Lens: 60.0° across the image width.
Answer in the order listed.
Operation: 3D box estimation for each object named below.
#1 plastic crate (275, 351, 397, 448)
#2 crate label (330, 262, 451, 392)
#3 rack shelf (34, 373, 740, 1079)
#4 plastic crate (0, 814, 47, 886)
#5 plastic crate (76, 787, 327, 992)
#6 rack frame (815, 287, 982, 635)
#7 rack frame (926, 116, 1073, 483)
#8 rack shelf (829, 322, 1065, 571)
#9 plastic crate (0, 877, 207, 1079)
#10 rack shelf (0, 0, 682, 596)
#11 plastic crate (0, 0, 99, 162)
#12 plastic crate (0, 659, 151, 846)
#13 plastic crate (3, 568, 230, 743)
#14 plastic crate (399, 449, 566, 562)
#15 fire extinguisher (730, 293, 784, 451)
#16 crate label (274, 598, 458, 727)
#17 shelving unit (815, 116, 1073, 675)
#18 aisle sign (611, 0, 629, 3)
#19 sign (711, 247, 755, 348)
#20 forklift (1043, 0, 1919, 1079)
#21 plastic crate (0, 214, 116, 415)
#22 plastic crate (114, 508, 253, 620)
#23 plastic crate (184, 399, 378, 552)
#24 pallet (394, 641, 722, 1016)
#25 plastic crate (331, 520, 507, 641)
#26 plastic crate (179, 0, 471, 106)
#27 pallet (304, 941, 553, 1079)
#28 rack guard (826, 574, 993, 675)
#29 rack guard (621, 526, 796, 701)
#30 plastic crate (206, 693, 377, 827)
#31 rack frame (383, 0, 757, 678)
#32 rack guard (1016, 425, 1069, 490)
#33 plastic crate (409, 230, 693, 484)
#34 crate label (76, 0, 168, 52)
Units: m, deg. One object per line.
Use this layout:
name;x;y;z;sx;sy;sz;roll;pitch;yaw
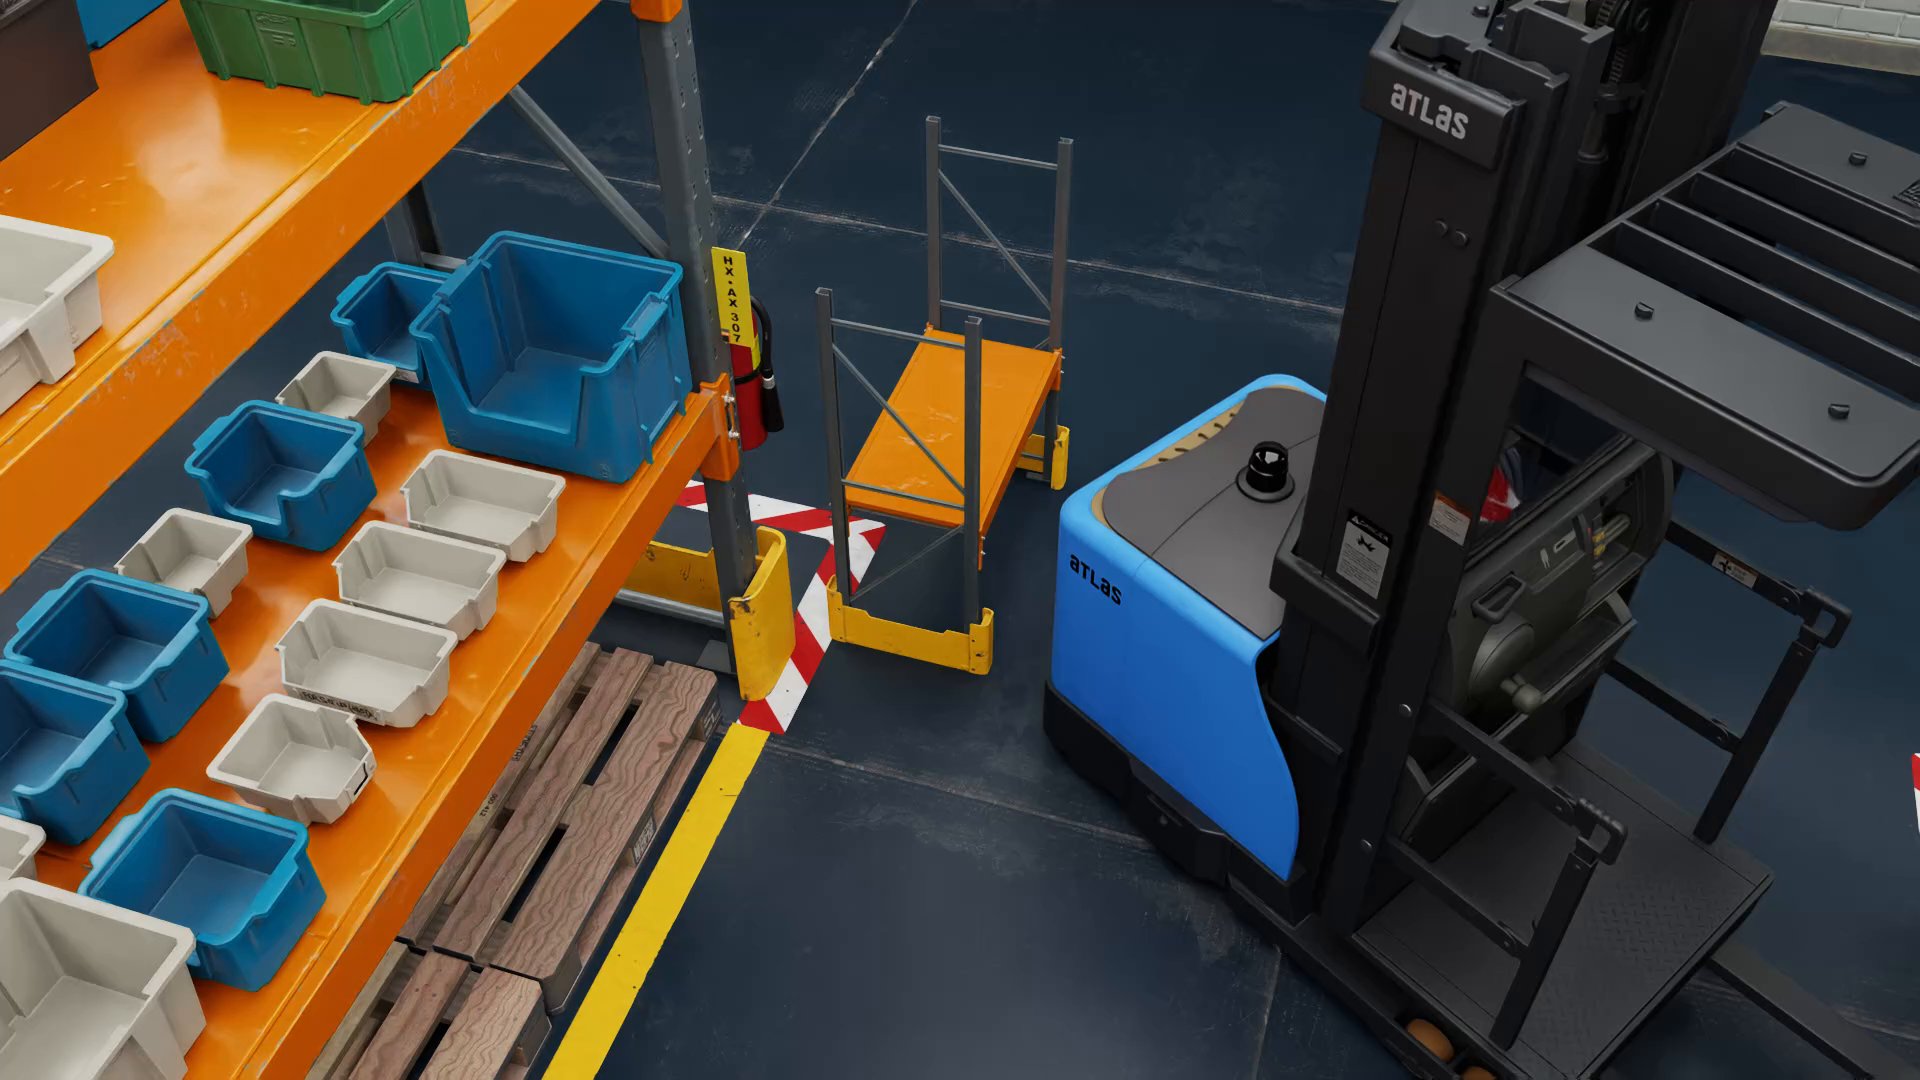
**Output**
plastic crate;-1.732;-0.364;4.623;0.250;0.136;0.298;13;46;13
crate label;-1.556;-0.595;4.790;0.416;0.233;0.303;13;46;13
rack shelf;-1.773;0.862;3.739;1.077;0.370;4.000;13;46;13
plastic crate;-2.138;0.787;3.447;0.293;0.136;0.466;13;46;13
plastic crate;-1.545;0.734;3.432;0.416;0.233;0.300;13;46;13
rack frame;-0.180;-0.140;5.321;0.500;1.500;0.032;13;46;12
rack frame;0.128;-0.818;6.014;0.500;1.500;0.032;13;46;12
rack shelf;-0.026;-0.351;5.793;0.538;0.185;1.000;13;46;12
plastic crate;-1.741;0.980;3.145;0.437;0.282;0.530;13;46;13
rack shelf;-1.773;-0.210;2.689;1.077;0.370;4.000;13;46;13
plastic crate;-1.892;-0.818;2.841;0.504;0.338;0.767;13;46;13
plastic crate;-2.045;0.483;3.689;0.416;0.233;0.300;13;46;13
plastic crate;-1.954;0.283;3.893;0.416;0.233;0.300;13;46;13
plastic crate;-1.242;-0.073;4.326;0.396;0.136;0.243;13;46;13
fire extinguisher;-0.688;-0.571;5.011;0.296;0.674;0.183;13;46;13
crate label;-1.404;0.308;3.937;0.396;0.136;0.243;13;46;13
shelving unit;-0.023;-0.485;5.673;0.587;1.500;1.083;13;46;12
aisle sign;-0.866;-1.643;3.926;0.394;0.787;0.004;13;46;13
sign;-0.638;-0.681;4.684;0.100;0.325;0.005;13;46;13
forklift;1.623;0.164;3.986;1.130;2.935;3.031;-31;52;-28
plastic crate;-1.556;-0.276;2.431;0.437;0.136;0.530;13;46;13
plastic crate;-1.937;0.088;4.161;0.250;0.136;0.298;13;46;13
plastic crate;-1.755;-0.156;4.342;0.416;0.233;0.300;13;46;13
pallet;-1.454;0.810;5.271;1.003;0.211;1.213;13;46;13
plastic crate;-1.343;0.117;4.132;0.396;0.136;0.243;13;46;13
plastic crate;-1.194;-1.006;3.141;0.450;0.188;0.336;13;46;13
pallet;-1.825;1.621;4.443;1.003;0.211;1.213;13;46;13
rack guard;-0.174;0.293;5.771;0.587;0.250;0.087;13;46;12
rack guard;-1.172;0.147;5.743;1.175;0.500;0.348;13;46;13
plastic crate;-1.476;0.509;3.731;0.298;0.136;0.250;13;46;13
rack frame;-1.167;-0.728;4.849;1.000;3.000;0.127;13;46;13
rack guard;0.128;-0.371;6.450;0.587;0.250;0.087;13;46;12
plastic crate;-1.091;-0.499;4.547;0.616;0.435;0.499;13;46;13
crate label;-1.755;-1.200;3.294;0.408;0.251;0.502;13;46;13
